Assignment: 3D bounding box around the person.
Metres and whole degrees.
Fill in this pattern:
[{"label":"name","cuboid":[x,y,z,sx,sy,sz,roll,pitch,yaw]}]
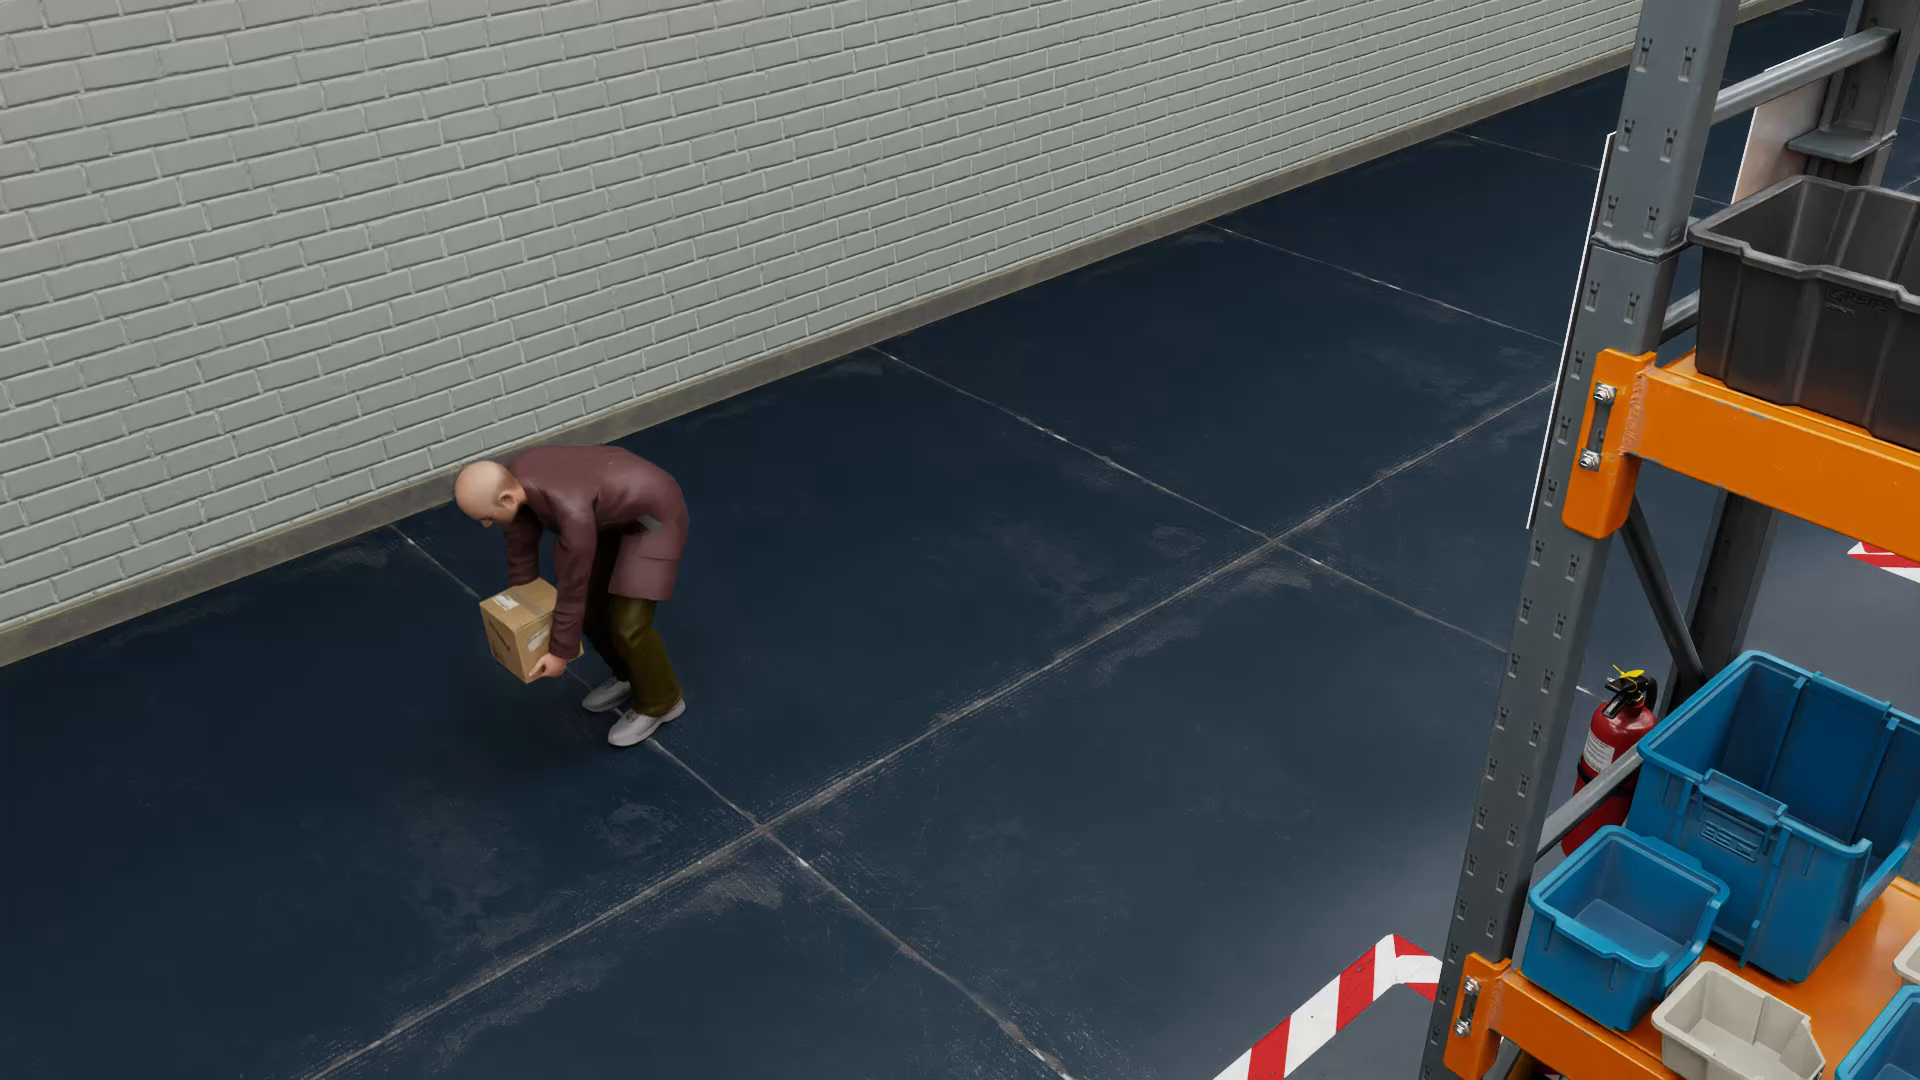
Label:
[{"label":"person","cuboid":[-1.421,0.180,6.270,0.889,1.346,0.557,-27,41,-37]}]
